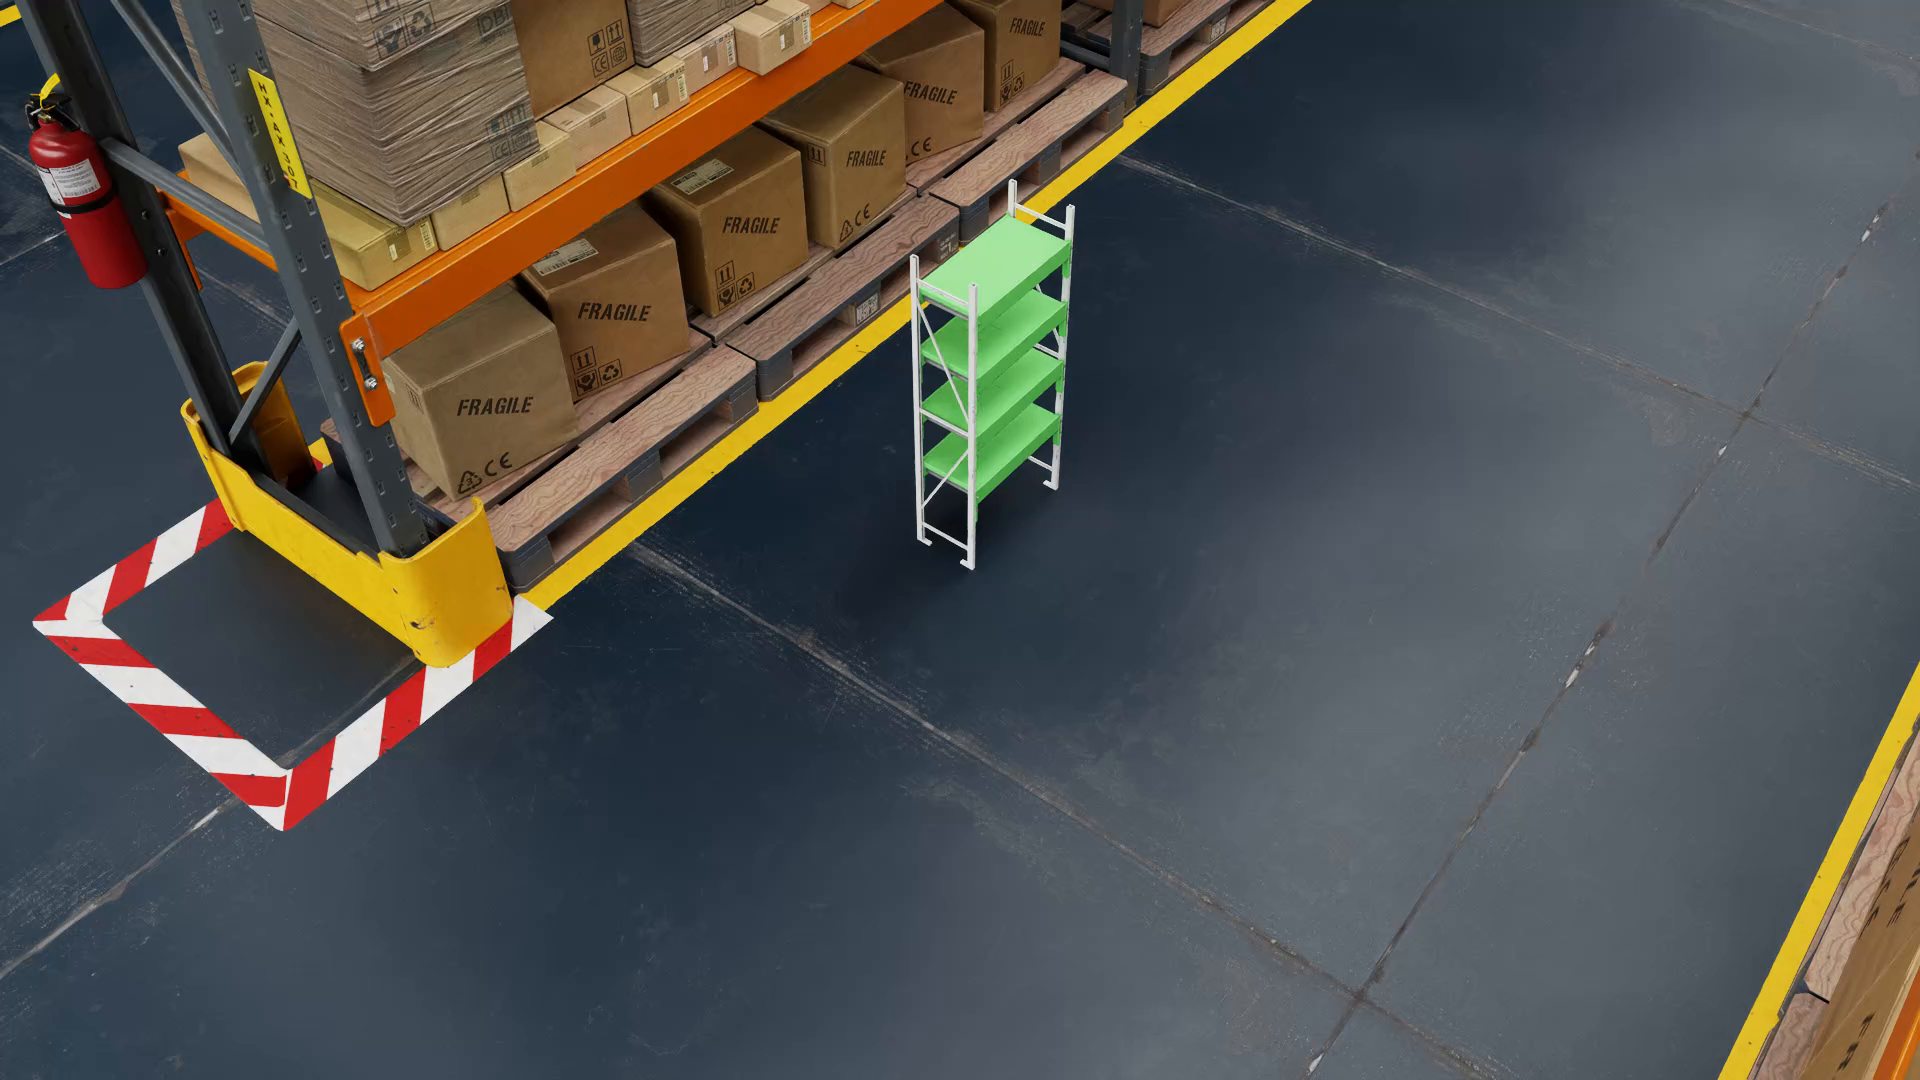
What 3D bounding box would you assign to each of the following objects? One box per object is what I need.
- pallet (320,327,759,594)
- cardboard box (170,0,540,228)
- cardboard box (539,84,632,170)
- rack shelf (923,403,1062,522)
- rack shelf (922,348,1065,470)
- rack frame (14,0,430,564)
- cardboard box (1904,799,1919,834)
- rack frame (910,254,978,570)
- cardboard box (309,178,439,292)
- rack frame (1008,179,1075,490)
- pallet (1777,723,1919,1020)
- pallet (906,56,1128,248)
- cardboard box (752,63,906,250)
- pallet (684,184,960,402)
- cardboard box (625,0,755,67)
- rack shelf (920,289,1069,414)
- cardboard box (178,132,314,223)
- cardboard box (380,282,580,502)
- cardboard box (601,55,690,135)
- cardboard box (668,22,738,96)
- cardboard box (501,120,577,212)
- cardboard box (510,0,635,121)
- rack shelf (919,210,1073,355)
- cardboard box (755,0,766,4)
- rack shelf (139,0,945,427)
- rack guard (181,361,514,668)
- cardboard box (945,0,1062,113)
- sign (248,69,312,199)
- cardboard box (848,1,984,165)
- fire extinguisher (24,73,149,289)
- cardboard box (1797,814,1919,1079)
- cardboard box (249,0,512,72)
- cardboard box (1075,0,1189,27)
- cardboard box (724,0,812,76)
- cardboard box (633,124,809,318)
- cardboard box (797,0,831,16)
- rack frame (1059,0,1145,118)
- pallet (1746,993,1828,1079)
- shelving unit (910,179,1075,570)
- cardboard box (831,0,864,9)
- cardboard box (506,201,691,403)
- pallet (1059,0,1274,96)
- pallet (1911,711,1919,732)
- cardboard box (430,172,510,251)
[{"bbox_3d":[-1.498,-0.447,6.031,1.003,0.211,1.213,29,53,25],"label":"pallet"},{"bbox_3d":[-1.711,-1.357,4.697,0.875,0.500,0.500,29,53,25],"label":"cardboard box"},{"bbox_3d":[-1.237,-1.311,5.102,0.380,0.149,0.250,29,53,25],"label":"cardboard box"},{"bbox_3d":[0.101,-0.299,5.626,0.258,0.148,0.480,29,53,25],"label":"rack shelf"},{"bbox_3d":[0.101,-0.465,5.453,0.258,0.148,0.480,29,53,25],"label":"rack shelf"},{"bbox_3d":[-2.069,-0.917,4.552,1.000,3.000,0.127,29,53,25],"label":"rack frame"},{"bbox_3d":[3.252,0.480,4.396,0.875,0.875,0.875,30,53,25],"label":"cardboard box"},{"bbox_3d":[-0.048,-0.370,5.273,0.240,1.200,0.015,29,53,25],"label":"rack frame"},{"bbox_3d":[-1.706,-0.888,4.698,0.380,0.149,0.250,29,53,25],"label":"cardboard box"},{"bbox_3d":[0.250,-0.649,5.540,0.240,1.200,0.015,29,53,25],"label":"rack frame"},{"bbox_3d":[2.967,1.109,4.544,1.003,0.211,1.213,29,53,25],"label":"pallet"},{"bbox_3d":[-0.006,-1.843,7.365,1.003,0.211,1.213,29,53,25],"label":"pallet"},{"bbox_3d":[-0.561,-1.555,6.600,0.500,0.500,0.500,25,51,22],"label":"cardboard box"},{"bbox_3d":[-0.752,-1.142,6.695,1.003,0.211,1.213,29,53,25],"label":"pallet"},{"bbox_3d":[-1.160,-1.963,5.276,0.875,0.500,0.500,29,53,25],"label":"cardboard box"},{"bbox_3d":[0.101,-0.631,5.279,0.258,0.148,0.480,29,53,25],"label":"rack shelf"},{"bbox_3d":[-2.058,-1.085,4.886,0.380,0.149,0.250,29,53,25],"label":"cardboard box"},{"bbox_3d":[-1.674,-0.549,5.638,0.500,0.500,0.500,-33,54,-27],"label":"cardboard box"},{"bbox_3d":[-1.079,-1.451,5.236,0.380,0.149,0.250,29,53,25],"label":"cardboard box"},{"bbox_3d":[-0.947,-1.606,5.384,0.380,0.149,0.250,29,53,25],"label":"cardboard box"},{"bbox_3d":[-1.373,-1.159,4.957,0.380,0.149,0.250,29,53,25],"label":"cardboard box"},{"bbox_3d":[-1.500,-1.696,5.021,0.875,0.500,0.500,29,53,25],"label":"cardboard box"},{"bbox_3d":[0.101,-0.797,5.106,0.258,0.148,0.480,29,53,25],"label":"rack shelf"},{"bbox_3d":[-0.845,-2.244,5.545,0.875,0.500,0.500,29,53,25],"label":"cardboard box"},{"bbox_3d":[-0.846,-1.813,5.905,1.077,0.370,4.000,29,53,25],"label":"rack shelf"},{"bbox_3d":[-2.023,-0.097,5.497,1.175,0.500,0.348,29,53,25],"label":"rack guard"},{"bbox_3d":[0.100,-2.277,7.289,0.500,0.500,0.500,28,52,24],"label":"cardboard box"},{"bbox_3d":[-1.640,-0.977,4.010,0.100,0.325,0.005,29,53,25],"label":"sign"},{"bbox_3d":[-0.244,-1.945,6.972,0.500,0.500,0.500,-26,52,-23],"label":"cardboard box"},{"bbox_3d":[-2.504,-1.029,4.712,0.296,0.674,0.183,29,53,25],"label":"fire extinguisher"},{"bbox_3d":[2.693,1.001,3.899,0.875,0.875,0.875,28,53,24],"label":"cardboard box"},{"bbox_3d":[-1.517,-1.594,4.232,0.500,0.500,0.500,29,53,25],"label":"cardboard box"},{"bbox_3d":[0.769,-2.836,7.810,0.700,0.500,0.500,25,51,22],"label":"cardboard box"},{"bbox_3d":[-0.712,-1.704,5.477,0.380,0.149,0.250,29,53,25],"label":"cardboard box"},{"bbox_3d":[-0.938,-1.256,6.314,0.500,0.500,0.500,34,55,28],"label":"cardboard box"},{"bbox_3d":[-0.664,-1.905,5.669,0.380,0.149,0.250,29,53,25],"label":"cardboard box"},{"bbox_3d":[0.377,-3.206,6.738,1.000,3.000,0.127,29,53,25],"label":"rack frame"},{"bbox_3d":[2.221,1.804,3.880,1.003,0.211,1.213,29,53,25],"label":"pallet"},{"bbox_3d":[0.101,-0.509,5.407,0.258,1.200,0.503,29,53,25],"label":"shelving unit"},{"bbox_3d":[-0.451,-2.015,5.774,0.380,0.149,0.250,29,53,25],"label":"cardboard box"},{"bbox_3d":[-1.336,-0.906,5.979,0.500,0.500,0.500,-29,53,-25],"label":"cardboard box"},{"bbox_3d":[0.851,-2.689,8.173,1.003,0.211,1.213,29,53,25],"label":"pallet"},{"bbox_3d":[3.713,0.408,5.214,1.003,0.211,1.213,29,53,25],"label":"pallet"},{"bbox_3d":[-1.538,-1.023,4.826,0.380,0.149,0.250,29,53,25],"label":"cardboard box"}]
